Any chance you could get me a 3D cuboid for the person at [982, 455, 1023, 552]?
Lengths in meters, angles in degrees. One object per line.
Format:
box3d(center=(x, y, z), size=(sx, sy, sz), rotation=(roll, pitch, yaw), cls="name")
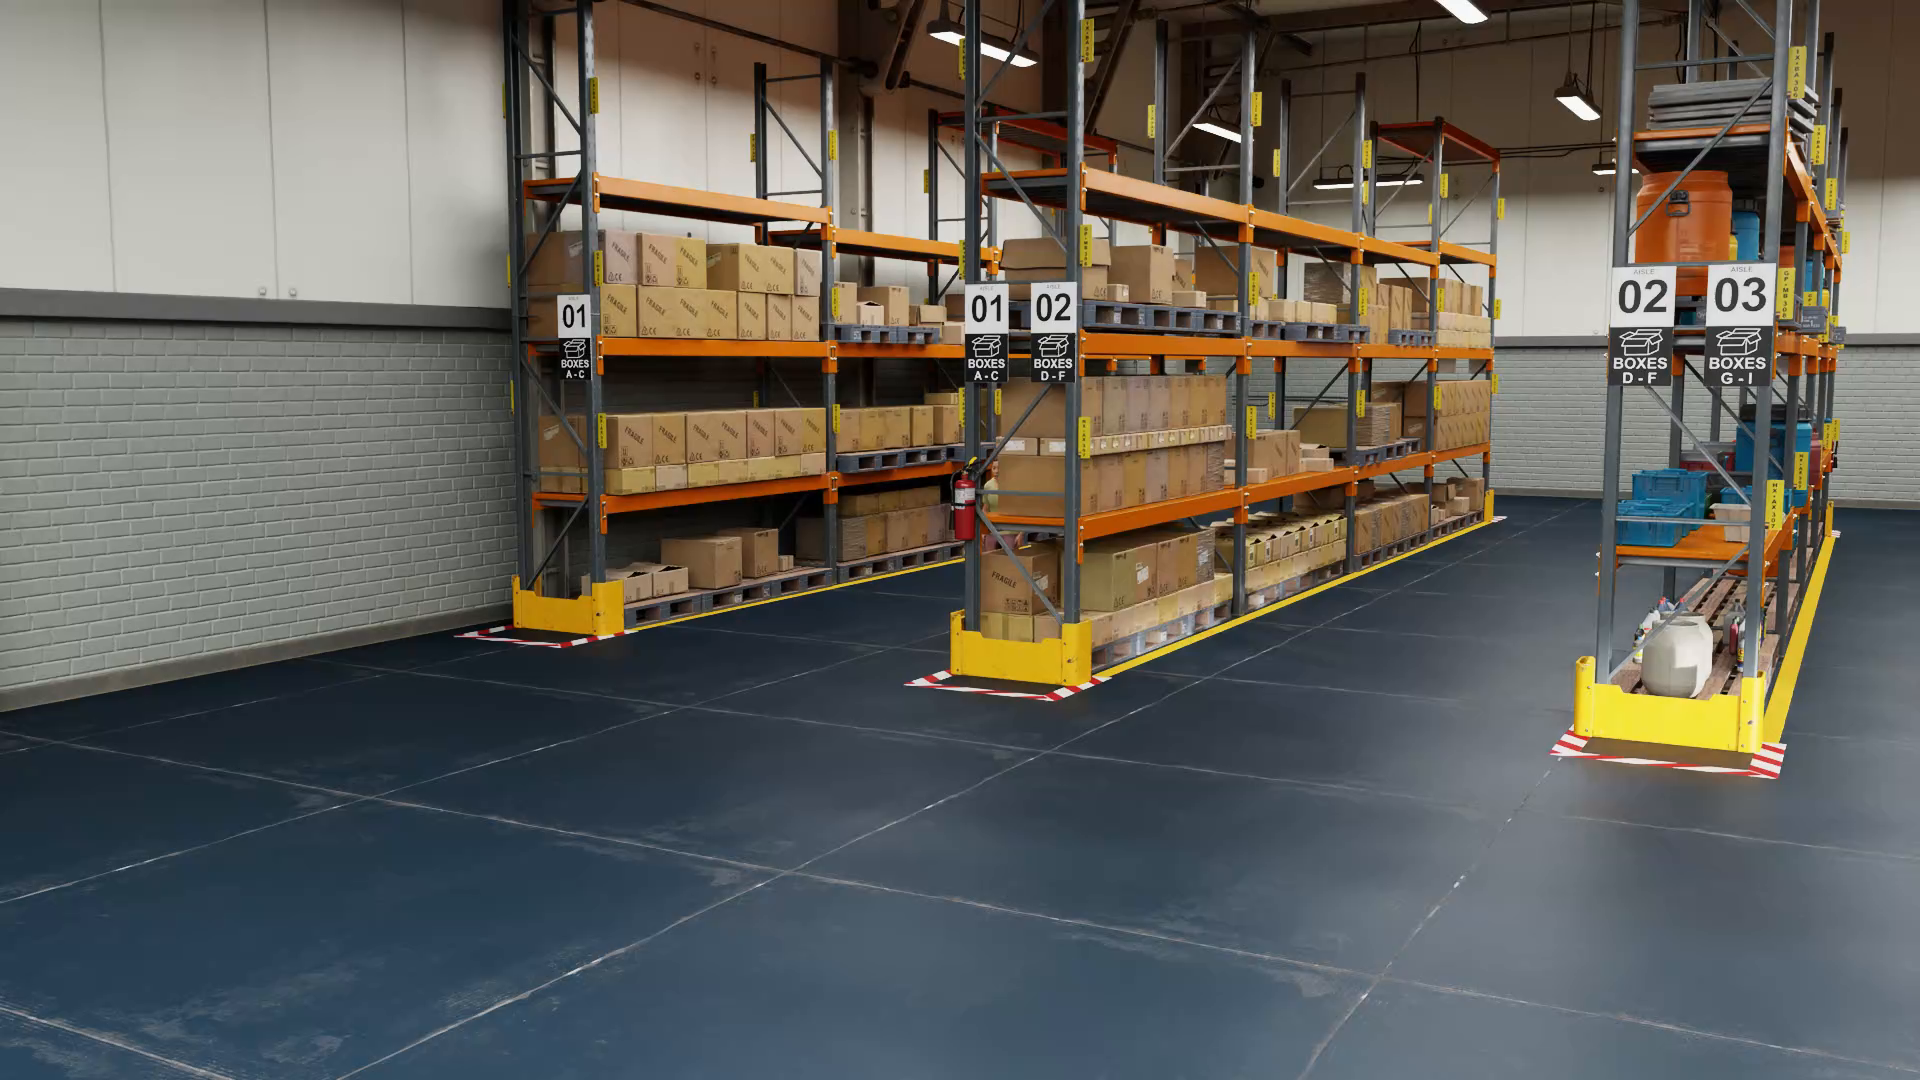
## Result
box3d(center=(0.413, -0.035, 16.657), size=(0.499, 1.673, 0.360), rotation=(3, 7, 28), cls="person")
